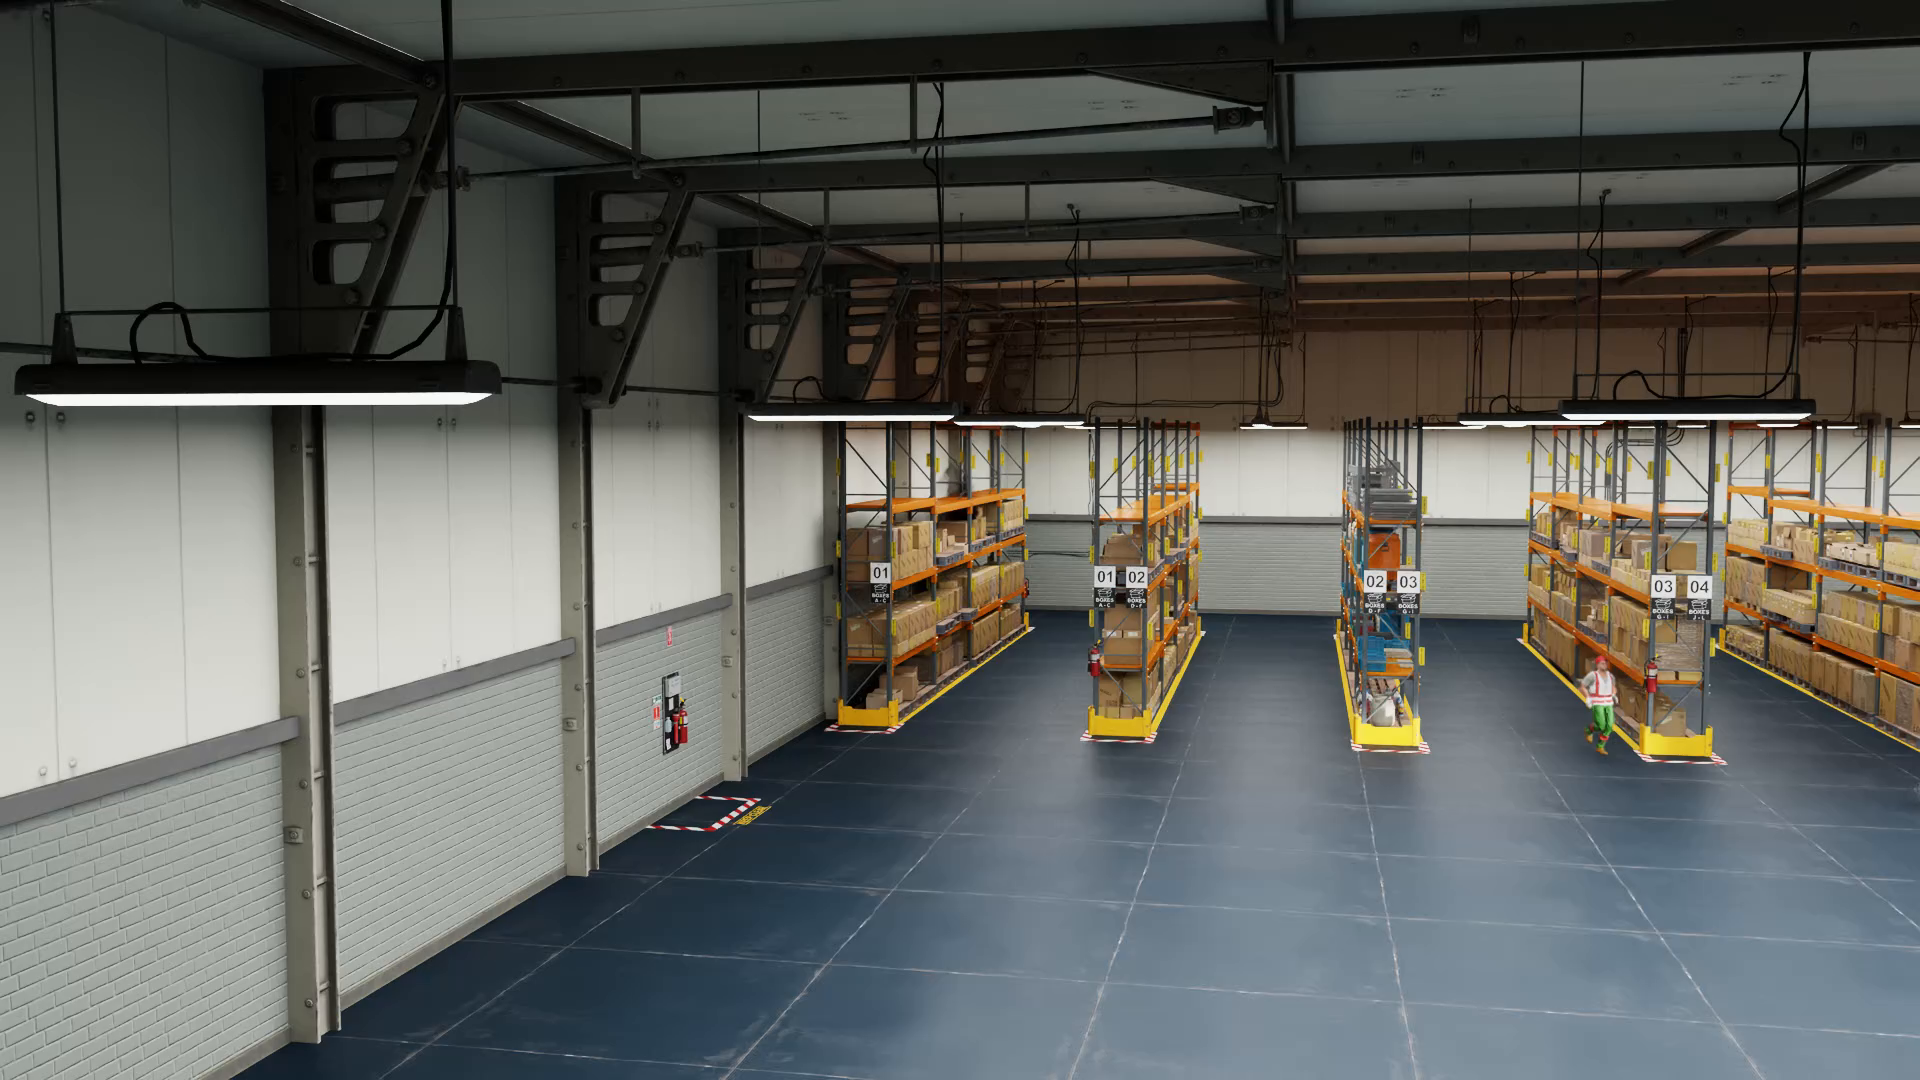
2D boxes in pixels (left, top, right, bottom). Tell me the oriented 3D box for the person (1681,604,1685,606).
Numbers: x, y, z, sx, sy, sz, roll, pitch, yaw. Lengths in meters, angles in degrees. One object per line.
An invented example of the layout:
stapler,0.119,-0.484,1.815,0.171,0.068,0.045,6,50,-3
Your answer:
person,19.067,2.041,44.746,0.564,1.601,0.658,-1,4,-20

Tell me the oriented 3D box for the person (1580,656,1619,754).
person,11.434,2.933,29.689,0.657,1.743,0.605,-1,4,-9
